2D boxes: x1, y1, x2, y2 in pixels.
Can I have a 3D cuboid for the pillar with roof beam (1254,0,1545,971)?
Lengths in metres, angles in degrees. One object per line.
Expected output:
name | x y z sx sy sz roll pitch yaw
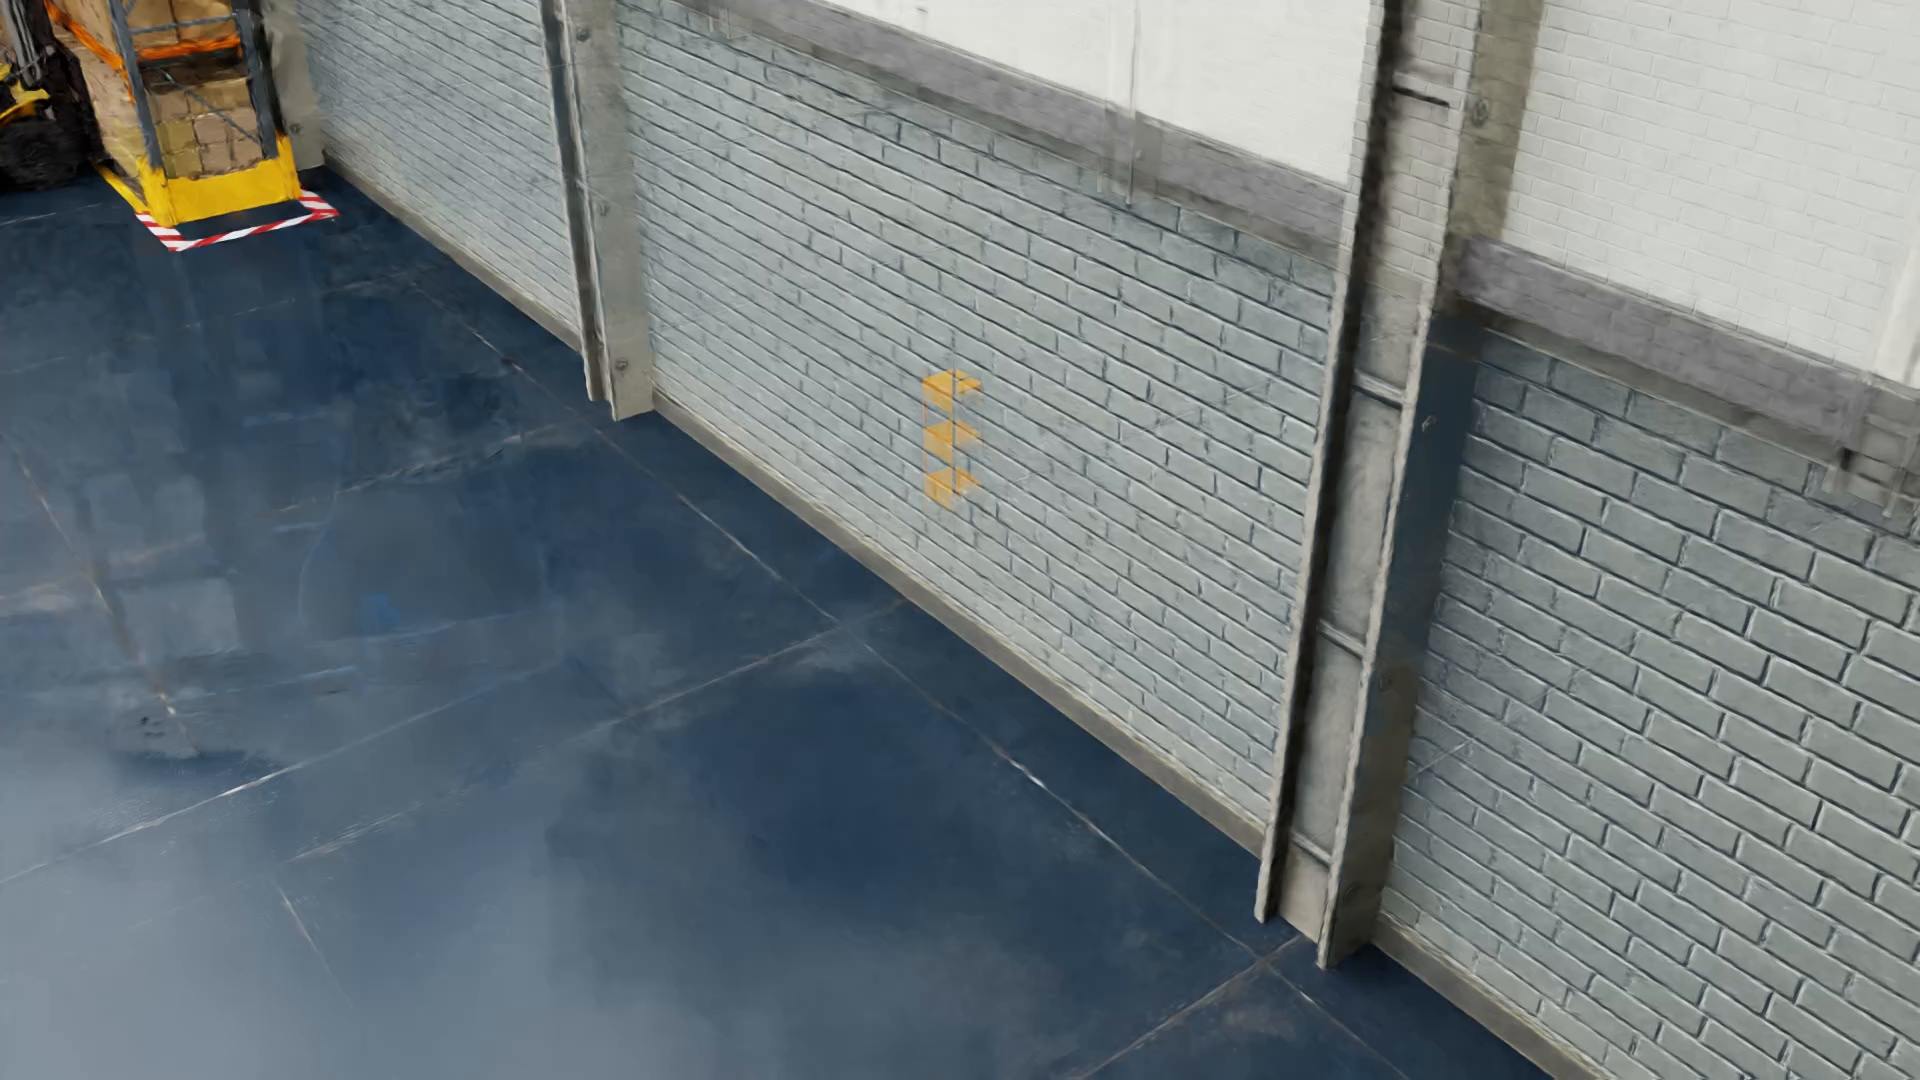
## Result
pillar with roof beam | -5.754 -7.678 12.583 9.100 9.000 0.400 -22 38 -31
